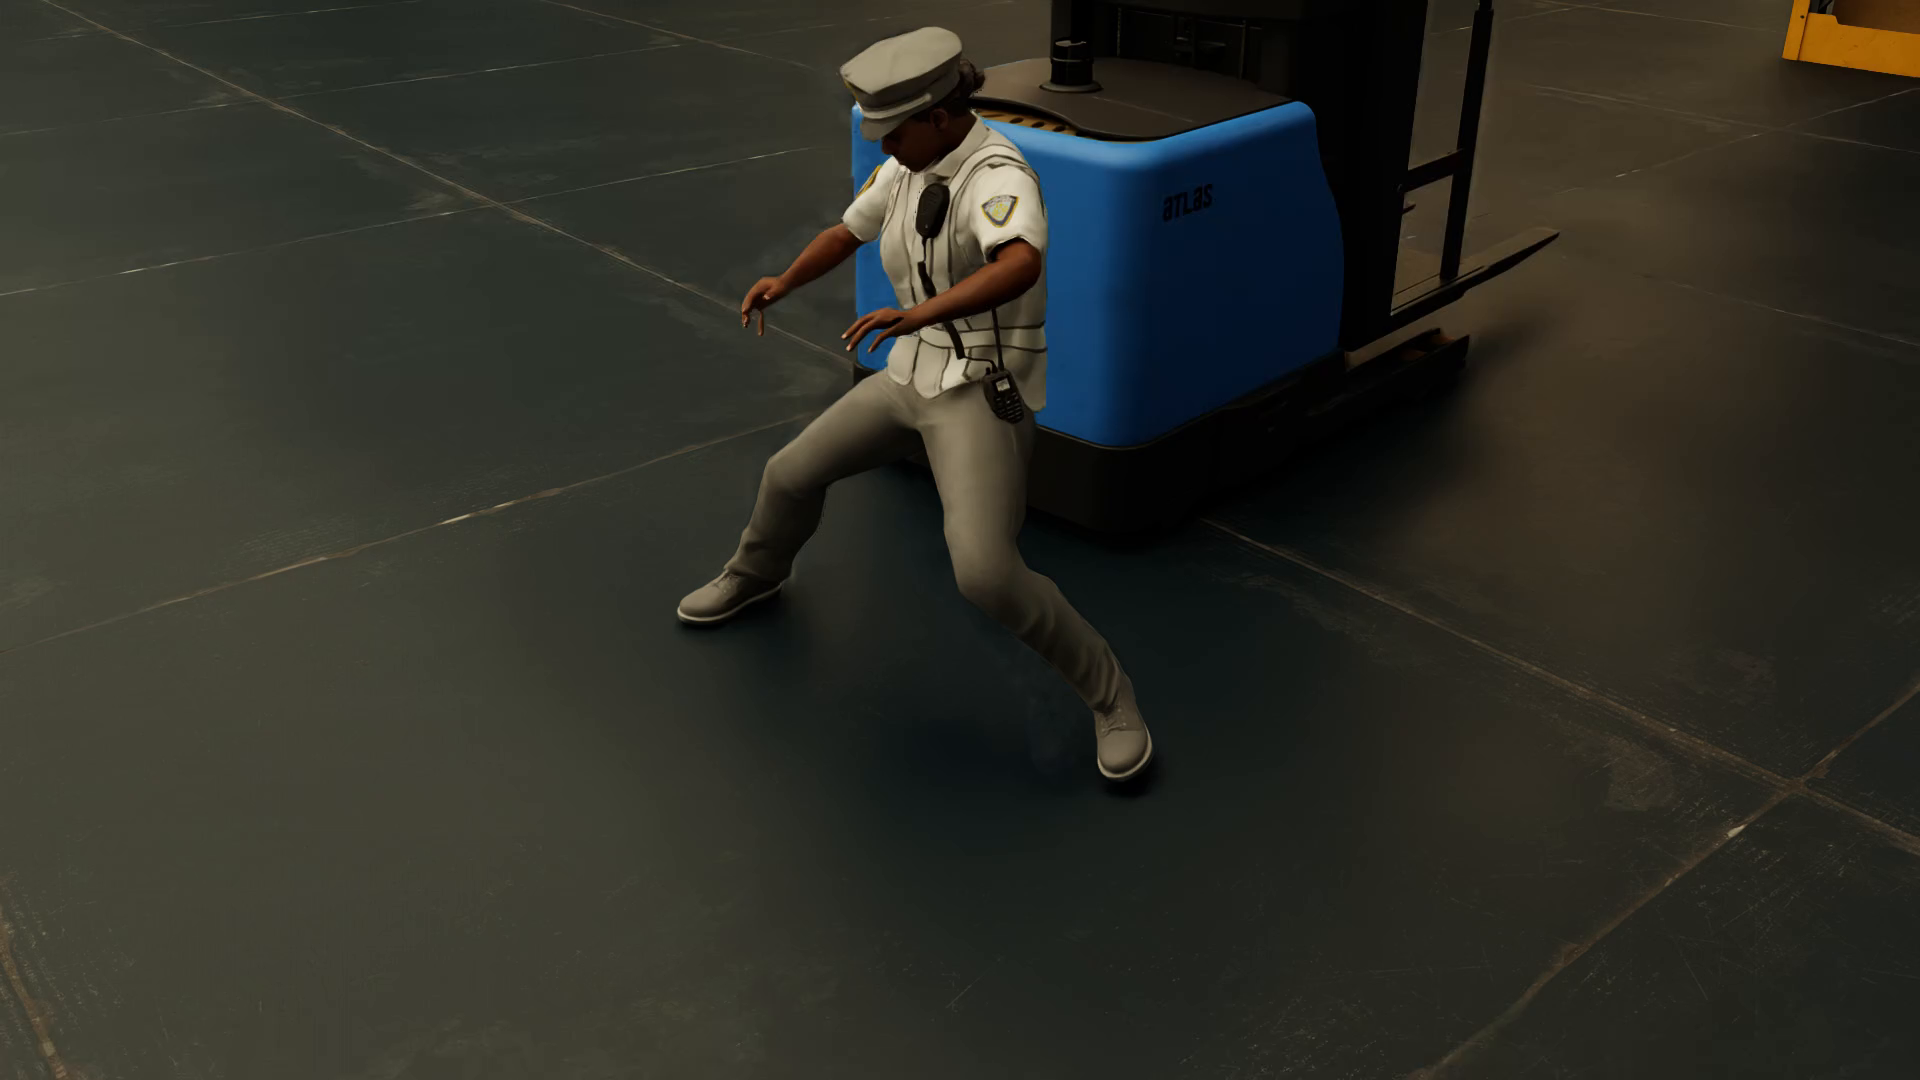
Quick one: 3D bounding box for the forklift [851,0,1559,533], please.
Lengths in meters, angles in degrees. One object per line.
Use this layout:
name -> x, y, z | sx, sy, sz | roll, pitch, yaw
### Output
forklift -> 1.046, -1.903, 5.039 | 1.130, 2.935, 3.031 | 22, 34, 37

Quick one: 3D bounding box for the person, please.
person -> -0.128, -0.313, 3.499 | 0.681, 1.438, 1.224 | -15, 30, -27
